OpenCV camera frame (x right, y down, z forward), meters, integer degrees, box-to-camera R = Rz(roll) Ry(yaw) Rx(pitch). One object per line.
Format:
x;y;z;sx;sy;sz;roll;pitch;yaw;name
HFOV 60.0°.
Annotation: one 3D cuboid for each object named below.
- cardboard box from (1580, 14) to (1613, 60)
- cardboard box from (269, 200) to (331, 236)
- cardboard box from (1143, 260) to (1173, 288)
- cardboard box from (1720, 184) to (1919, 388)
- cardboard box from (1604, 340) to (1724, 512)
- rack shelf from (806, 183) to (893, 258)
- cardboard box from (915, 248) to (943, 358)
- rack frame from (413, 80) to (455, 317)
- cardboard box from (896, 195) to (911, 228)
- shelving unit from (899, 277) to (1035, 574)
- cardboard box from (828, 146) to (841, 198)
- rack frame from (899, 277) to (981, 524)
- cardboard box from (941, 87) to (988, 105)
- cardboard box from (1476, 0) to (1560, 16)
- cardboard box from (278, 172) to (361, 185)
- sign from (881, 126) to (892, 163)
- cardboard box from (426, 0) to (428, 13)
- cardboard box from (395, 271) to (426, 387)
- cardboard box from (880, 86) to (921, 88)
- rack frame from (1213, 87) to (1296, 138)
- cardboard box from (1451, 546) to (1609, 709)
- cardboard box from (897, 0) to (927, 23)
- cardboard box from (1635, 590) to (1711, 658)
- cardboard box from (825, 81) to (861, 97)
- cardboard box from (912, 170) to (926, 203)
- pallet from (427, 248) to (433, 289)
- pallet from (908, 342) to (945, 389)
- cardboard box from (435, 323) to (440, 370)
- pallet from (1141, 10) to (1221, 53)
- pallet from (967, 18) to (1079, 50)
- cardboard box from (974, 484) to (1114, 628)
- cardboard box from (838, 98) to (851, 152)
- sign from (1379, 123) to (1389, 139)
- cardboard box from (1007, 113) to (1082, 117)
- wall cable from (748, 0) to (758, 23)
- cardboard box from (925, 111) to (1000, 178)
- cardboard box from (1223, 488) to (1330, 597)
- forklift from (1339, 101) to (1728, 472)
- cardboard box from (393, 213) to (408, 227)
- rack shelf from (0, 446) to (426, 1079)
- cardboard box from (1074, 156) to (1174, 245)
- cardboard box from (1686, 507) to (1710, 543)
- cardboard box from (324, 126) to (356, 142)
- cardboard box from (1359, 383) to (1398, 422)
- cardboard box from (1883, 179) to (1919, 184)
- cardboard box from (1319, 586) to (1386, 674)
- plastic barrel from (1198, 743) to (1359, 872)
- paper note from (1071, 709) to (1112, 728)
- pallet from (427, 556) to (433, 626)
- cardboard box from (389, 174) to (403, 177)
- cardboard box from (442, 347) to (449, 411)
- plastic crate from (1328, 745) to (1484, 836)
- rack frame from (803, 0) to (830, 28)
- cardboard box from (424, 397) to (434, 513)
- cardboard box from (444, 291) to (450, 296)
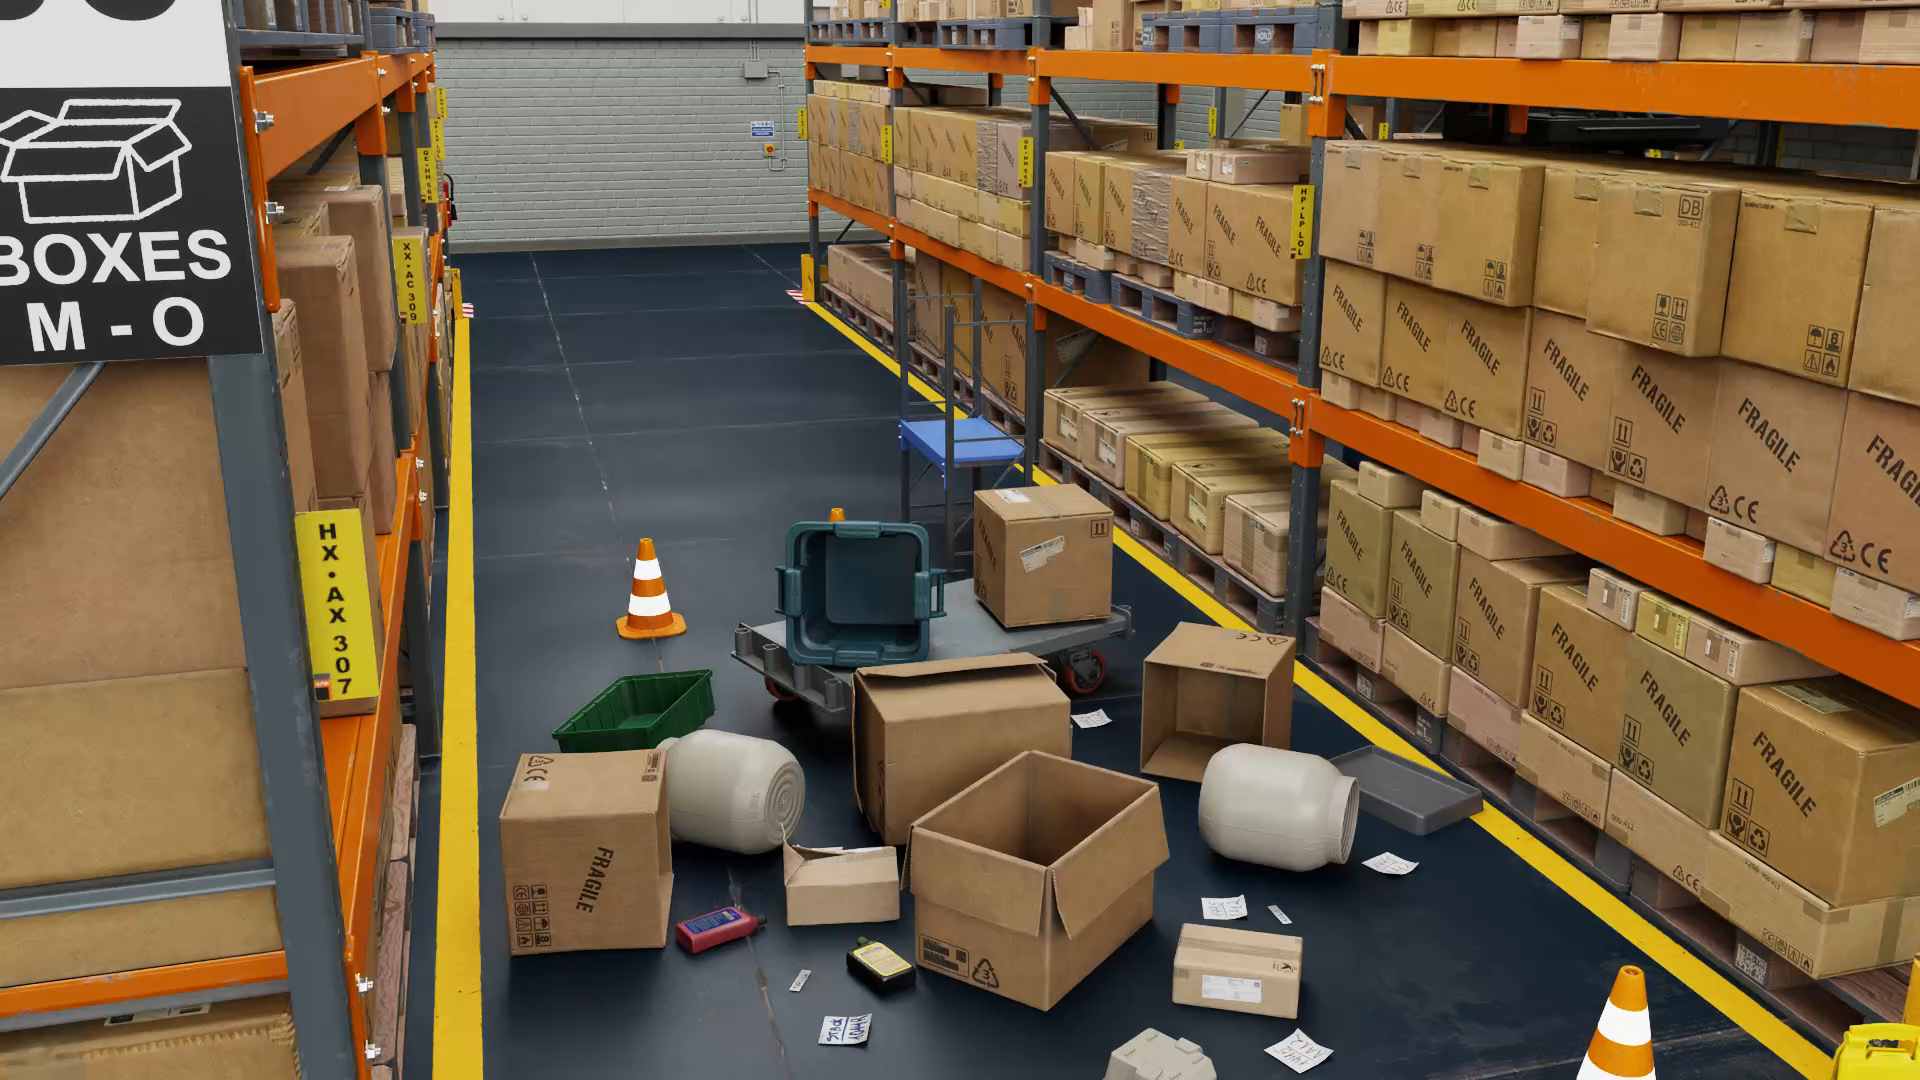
2.348;-1.705;5.638;0.380;0.149;0.250;-5;17;-15;cardboard box
-2.310;-0.684;4.877;0.875;0.550;0.550;-5;17;-15;cardboard box
1.283;-1.554;9.617;0.380;0.149;0.250;-4;17;-14;cardboard box
2.691;-0.749;4.804;0.700;0.500;0.500;-5;17;-15;cardboard box
2.492;-0.412;5.418;0.500;0.500;0.500;-5;17;-16;cardboard box
-0.674;-3.344;17.119;1.077;0.370;4.000;-5;17;-15;rack shelf
0.123;-2.153;14.870;0.875;0.875;0.875;-4;17;-14;cardboard box
-5.955;-3.822;17.462;1.000;3.000;0.127;-5;17;-15;rack frame
-0.257;-2.920;14.721;0.500;0.250;0.500;-5;17;-17;cardboard box
0.023;-0.695;9.658;0.538;1.500;1.048;-5;17;-15;shelving unit
-1.079;-3.854;17.394;0.500;0.500;0.500;-5;17;-16;cardboard box
-0.116;-0.835;10.126;0.500;1.500;0.032;-5;17;-15;rack frame
0.039;-4.080;15.282;0.380;0.149;0.250;-5;17;-16;cardboard box
2.208;-2.004;5.940;0.500;0.250;0.500;-5;17;-15;cardboard box
-2.943;-1.308;7.182;0.700;0.500;0.500;-5;17;-16;cardboard box
-0.657;-3.543;14.891;0.100;0.325;0.005;-5;17;-15;sign
-5.584;-5.319;16.623;0.500;0.250;0.500;-5;18;-17;cardboard box
-2.817;-0.995;7.878;0.500;0.500;0.500;-5;17;-16;cardboard box
-0.542;-4.184;15.626;0.380;0.149;0.250;-5;17;-15;cardboard box
3.548;-4.635;20.168;1.000;3.000;0.127;-5;17;-15;rack frame
2.276;0.310;6.453;0.500;0.500;0.500;-4;17;-12;cardboard box
-0.323;-4.542;14.149;0.396;0.266;0.258;-5;17;-16;cardboard box
2.471;0.263;5.480;0.380;0.149;0.250;-4;17;-14;cardboard box
-1.201;-4.739;17.477;0.380;0.149;0.250;-5;18;-17;cardboard box
-0.104;-3.016;14.172;0.500;0.250;0.500;-4;17;-14;cardboard box
-4.055;-1.706;10.751;1.213;0.211;1.003;-5;17;-15;pallet
0.160;-1.592;14.885;1.003;0.211;1.213;-5;17;-15;pallet
-3.853;-1.322;11.452;0.500;0.250;0.500;-5;17;-16;cardboard box
1.719;-2.734;8.954;1.213;0.211;1.003;-5;17;-15;pallet
0.747;-3.548;11.665;1.213;0.211;1.003;-4;17;-13;pallet
0.371;0.062;7.562;0.500;0.500;0.500;-5;17;-15;cardboard box
-0.930;-4.191;16.777;0.500;0.500;0.500;-5;17;-15;cardboard box
4.128;-3.898;16.210;0.100;0.325;0.005;-5;17;-15;sign
0.666;-3.132;13.251;0.500;0.500;0.500;-4;17;-14;cardboard box
-3.058;-8.666;23.158;0.463;3.000;0.029;-5;17;-15;wall cable
0.022;-3.240;13.611;0.500;0.500;0.500;-5;17;-17;cardboard box
1.928;-0.009;8.607;0.950;0.372;0.625;-4;17;-15;cardboard box
3.287;-1.256;9.040;1.130;2.935;3.031;-4;17;-14;forklift
-3.696;-1.982;10.526;0.380;0.149;0.250;-4;17;-13;cardboard box
-2.108;0.395;4.673;1.077;0.370;4.000;-5;17;-15;rack shelf
1.026;-2.134;10.420;0.500;0.500;0.500;-4;17;-12;cardboard box
2.604;-0.066;5.396;0.380;0.149;0.250;-4;17;-14;cardboard box
-5.245;-3.493;13.939;0.500;0.500;0.500;-5;18;-17;cardboard box
1.972;-0.623;7.250;0.380;0.149;0.250;-4;17;-14;cardboard box
6.503;-2.363;11.304;0.380;0.149;0.250;-5;17;-16;cardboard box
1.977;0.378;7.528;0.500;0.250;0.500;-6;18;-18;cardboard box
1.150;0.967;5.998;0.512;0.421;0.421;7;18;23;plastic barrel
0.580;0.781;7.297;0.148;0.019;0.142;-5;17;-15;paper note
-3.281;0.287;8.629;1.003;0.211;1.213;-5;17;-15;pallet
-4.060;-2.481;11.672;0.380;0.149;0.250;-4;17;-14;cardboard box
-4.133;-1.251;12.516;0.500;0.500;0.500;-5;17;-16;cardboard box
1.717;0.975;6.566;0.402;0.080;0.583;-12;20;-34;plastic crate
-1.223;-7.114;17.995;1.000;3.000;0.127;-5;17;-15;rack frame
-3.676;-0.557;9.774;1.050;0.750;0.750;-5;17;-16;cardboard box
-5.236;-2.391;16.406;0.380;0.149;0.250;-4;17;-14;cardboard box
